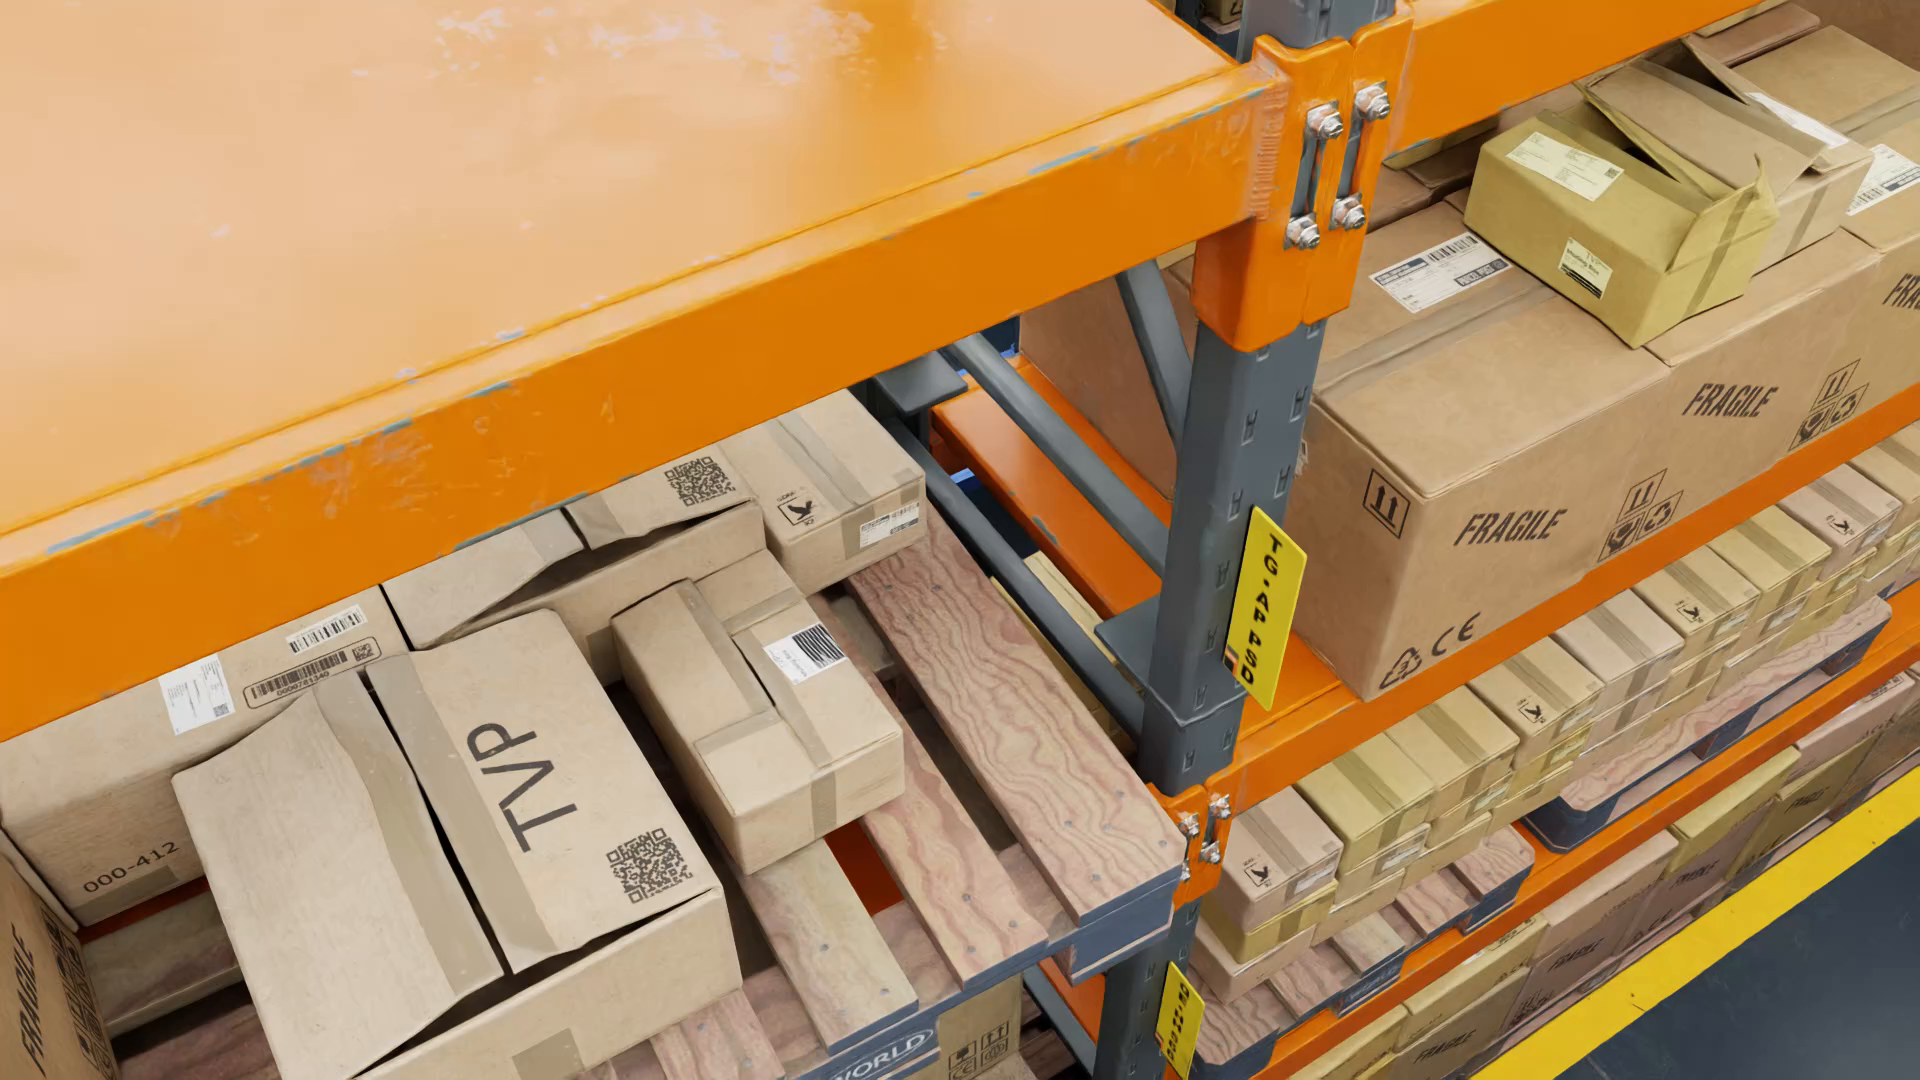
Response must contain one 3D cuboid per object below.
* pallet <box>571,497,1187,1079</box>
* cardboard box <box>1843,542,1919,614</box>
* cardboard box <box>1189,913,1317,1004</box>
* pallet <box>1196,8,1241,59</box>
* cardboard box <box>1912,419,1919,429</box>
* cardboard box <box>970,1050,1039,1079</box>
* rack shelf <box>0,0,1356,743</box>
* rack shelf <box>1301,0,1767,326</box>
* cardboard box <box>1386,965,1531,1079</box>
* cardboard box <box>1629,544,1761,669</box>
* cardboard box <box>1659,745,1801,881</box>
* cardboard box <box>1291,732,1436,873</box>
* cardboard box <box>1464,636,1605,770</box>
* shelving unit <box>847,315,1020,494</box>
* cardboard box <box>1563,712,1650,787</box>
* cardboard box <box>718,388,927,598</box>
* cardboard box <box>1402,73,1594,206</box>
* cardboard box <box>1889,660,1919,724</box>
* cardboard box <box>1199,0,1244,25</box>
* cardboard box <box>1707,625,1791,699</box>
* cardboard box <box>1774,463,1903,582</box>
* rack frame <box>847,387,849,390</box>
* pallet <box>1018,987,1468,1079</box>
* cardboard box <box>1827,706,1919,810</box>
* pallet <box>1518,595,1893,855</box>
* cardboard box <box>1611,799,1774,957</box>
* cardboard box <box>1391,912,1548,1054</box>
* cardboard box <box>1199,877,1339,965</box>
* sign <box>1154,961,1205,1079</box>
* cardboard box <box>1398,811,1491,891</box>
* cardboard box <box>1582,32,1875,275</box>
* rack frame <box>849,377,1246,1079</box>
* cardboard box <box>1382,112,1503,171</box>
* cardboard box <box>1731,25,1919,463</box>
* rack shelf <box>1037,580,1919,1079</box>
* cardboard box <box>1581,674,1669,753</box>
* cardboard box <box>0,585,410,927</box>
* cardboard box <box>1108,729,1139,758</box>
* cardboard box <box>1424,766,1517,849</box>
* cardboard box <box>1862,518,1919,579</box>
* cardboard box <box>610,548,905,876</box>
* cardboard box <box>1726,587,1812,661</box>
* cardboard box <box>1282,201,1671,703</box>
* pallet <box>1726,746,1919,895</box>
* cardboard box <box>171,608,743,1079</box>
[{"bbox_3d":[-0.407,0.294,2.543,1.003,0.211,1.213,-23,52,-19],"label":"pallet"},{"bbox_3d":[2.387,-0.012,4.584,0.250,0.149,0.380,-27,54,-22],"label":"cardboard box"},{"bbox_3d":[0.596,0.832,3.833,0.250,0.149,0.380,-26,53,-21],"label":"cardboard box"},{"bbox_3d":[1.616,-3.154,9.363,1.213,0.211,1.003,-25,53,-21],"label":"pallet"},{"bbox_3d":[2.589,-0.312,4.453,0.250,0.149,0.380,-25,53,-21],"label":"cardboard box"},{"bbox_3d":[-0.128,1.254,3.503,0.500,0.500,0.500,-25,53,-21],"label":"cardboard box"},{"bbox_3d":[-1.582,0.113,1.319,4.000,0.370,1.077,-25,53,-21],"label":"rack shelf"},{"bbox_3d":[1.801,-1.481,2.738,4.000,0.370,1.077,-25,53,-21],"label":"rack shelf"},{"bbox_3d":[1.267,1.307,4.915,0.500,0.500,0.500,-25,53,-20],"label":"cardboard box"},{"bbox_3d":[1.714,0.098,4.088,0.250,0.149,0.380,-24,52,-20],"label":"cardboard box"},{"bbox_3d":[2.116,0.659,4.990,0.500,0.250,0.500,-27,54,-22],"label":"cardboard box"},{"bbox_3d":[0.830,0.514,3.718,0.250,0.149,0.380,-27,54,-22],"label":"cardboard box"},{"bbox_3d":[1.264,0.314,3.896,0.250,0.149,0.380,-27,54,-22],"label":"cardboard box"},{"bbox_3d":[-0.072,-0.465,6.105,1.048,1.500,0.538,-25,53,-21],"label":"shelving unit"},{"bbox_3d":[1.502,0.401,4.217,0.250,0.149,0.380,-24,52,-20],"label":"cardboard box"},{"bbox_3d":[-0.258,-0.116,2.602,0.250,0.149,0.380,-27,54,-22],"label":"cardboard box"},{"bbox_3d":[0.873,-0.688,3.224,0.500,0.500,0.500,-25,53,-21],"label":"cardboard box"},{"bbox_3d":[2.997,0.243,5.360,0.500,0.250,0.500,-27,53,-22],"label":"cardboard box"},{"bbox_3d":[1.532,-3.474,8.922,0.875,0.875,0.875,-25,53,-21],"label":"cardboard box"},{"bbox_3d":[1.937,0.199,4.396,0.250,0.149,0.380,-27,54,-22],"label":"cardboard box"},{"bbox_3d":[2.154,-0.107,4.271,0.250,0.149,0.380,-27,54,-22],"label":"cardboard box"},{"bbox_3d":[-0.502,-0.262,5.925,0.032,1.500,0.500,-25,53,-21],"label":"rack frame"},{"bbox_3d":[0.771,1.556,5.169,1.213,0.211,1.003,-25,53,-21],"label":"pallet"},{"bbox_3d":[3.001,0.490,5.643,0.500,0.500,0.500,-26,53,-21],"label":"cardboard box"},{"bbox_3d":[1.762,0.188,4.648,1.213,0.211,1.003,-25,53,-21],"label":"pallet"},{"bbox_3d":[2.131,0.896,5.281,0.500,0.500,0.500,-26,53,-22],"label":"cardboard box"},{"bbox_3d":[1.251,1.057,4.636,0.500,0.250,0.500,-26,53,-21],"label":"cardboard box"},{"bbox_3d":[0.625,0.718,3.735,0.250,0.149,0.380,-23,52,-19],"label":"cardboard box"},{"bbox_3d":[0.408,0.903,3.107,0.005,0.325,0.100,-25,53,-21],"label":"sign"},{"bbox_3d":[1.051,0.617,4.024,0.250,0.149,0.380,-23,52,-19],"label":"cardboard box"},{"bbox_3d":[1.229,-0.666,2.692,0.258,0.266,0.396,-25,53,-21],"label":"cardboard box"},{"bbox_3d":[0.110,0.939,3.851,0.127,3.000,1.000,-25,53,-21],"label":"rack frame"},{"bbox_3d":[0.739,-0.886,2.888,0.258,0.266,0.396,-25,53,-21],"label":"cardboard box"},{"bbox_3d":[1.574,-0.558,3.108,0.500,0.500,0.500,-25,53,-21],"label":"cardboard box"},{"bbox_3d":[1.801,0.381,4.829,4.000,0.370,1.077,-25,53,-21],"label":"rack shelf"},{"bbox_3d":[1.502,0.301,4.107,0.250,0.149,0.380,-25,53,-21],"label":"cardboard box"},{"bbox_3d":[-1.044,0.167,2.282,0.500,0.250,0.500,-24,53,-20],"label":"cardboard box"},{"bbox_3d":[0.281,0.396,4.221,0.250,0.149,0.380,-24,53,-20],"label":"cardboard box"},{"bbox_3d":[1.078,0.500,3.929,0.250,0.149,0.380,-27,54,-22],"label":"cardboard box"},{"bbox_3d":[2.378,-0.110,4.472,0.250,0.149,0.380,-28,54,-23],"label":"cardboard box"},{"bbox_3d":[-0.280,0.223,2.287,0.250,0.166,0.380,-25,53,-21],"label":"cardboard box"},{"bbox_3d":[1.940,0.094,4.291,0.250,0.149,0.380,-23,52,-20],"label":"cardboard box"},{"bbox_3d":[0.735,-0.152,2.746,0.500,0.500,0.500,-25,53,-21],"label":"cardboard box"},{"bbox_3d":[2.835,0.583,6.035,1.213,0.211,1.003,-25,53,-21],"label":"pallet"},{"bbox_3d":[-0.614,0.404,2.030,0.500,0.311,0.500,-25,53,-21],"label":"cardboard box"}]
